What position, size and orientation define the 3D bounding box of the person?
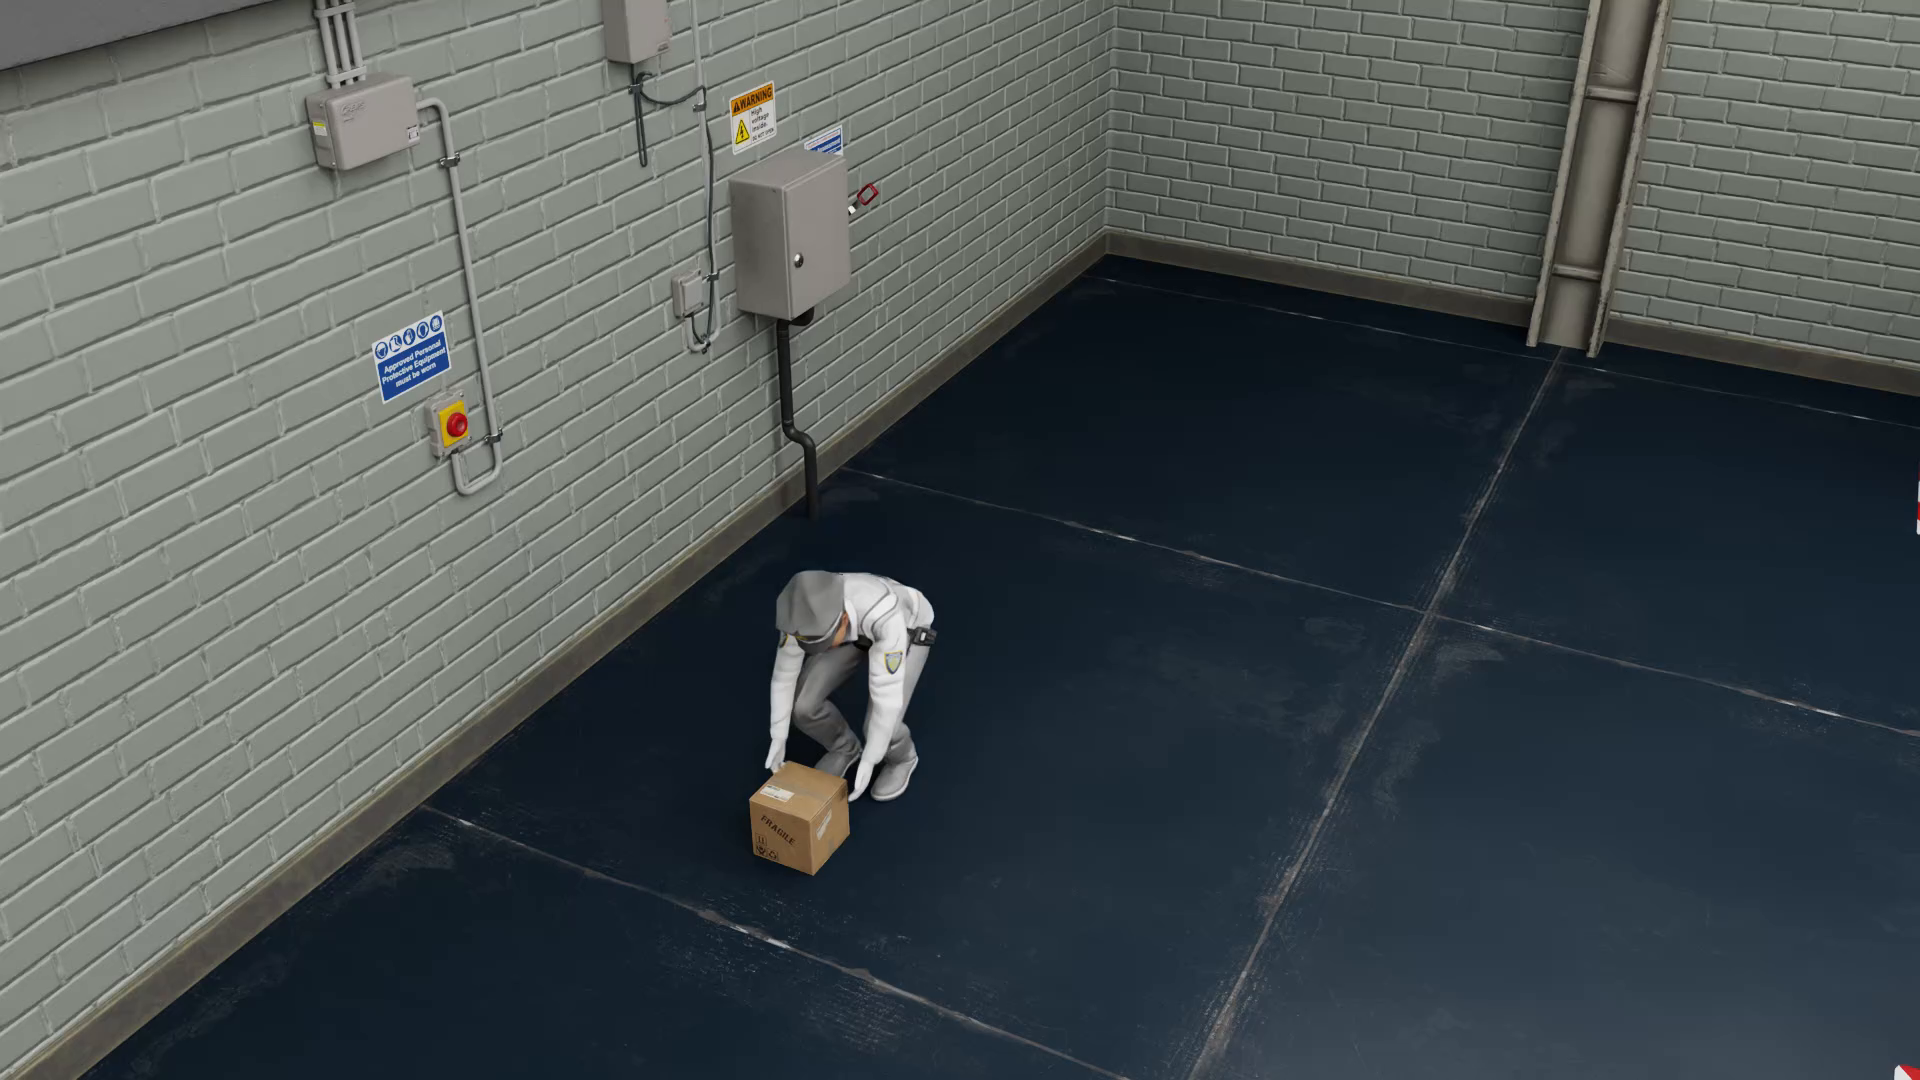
[{"bbox_3d":[-0.366,0.472,5.911,0.505,1.075,0.826,14,33,23],"label":"person"}]
